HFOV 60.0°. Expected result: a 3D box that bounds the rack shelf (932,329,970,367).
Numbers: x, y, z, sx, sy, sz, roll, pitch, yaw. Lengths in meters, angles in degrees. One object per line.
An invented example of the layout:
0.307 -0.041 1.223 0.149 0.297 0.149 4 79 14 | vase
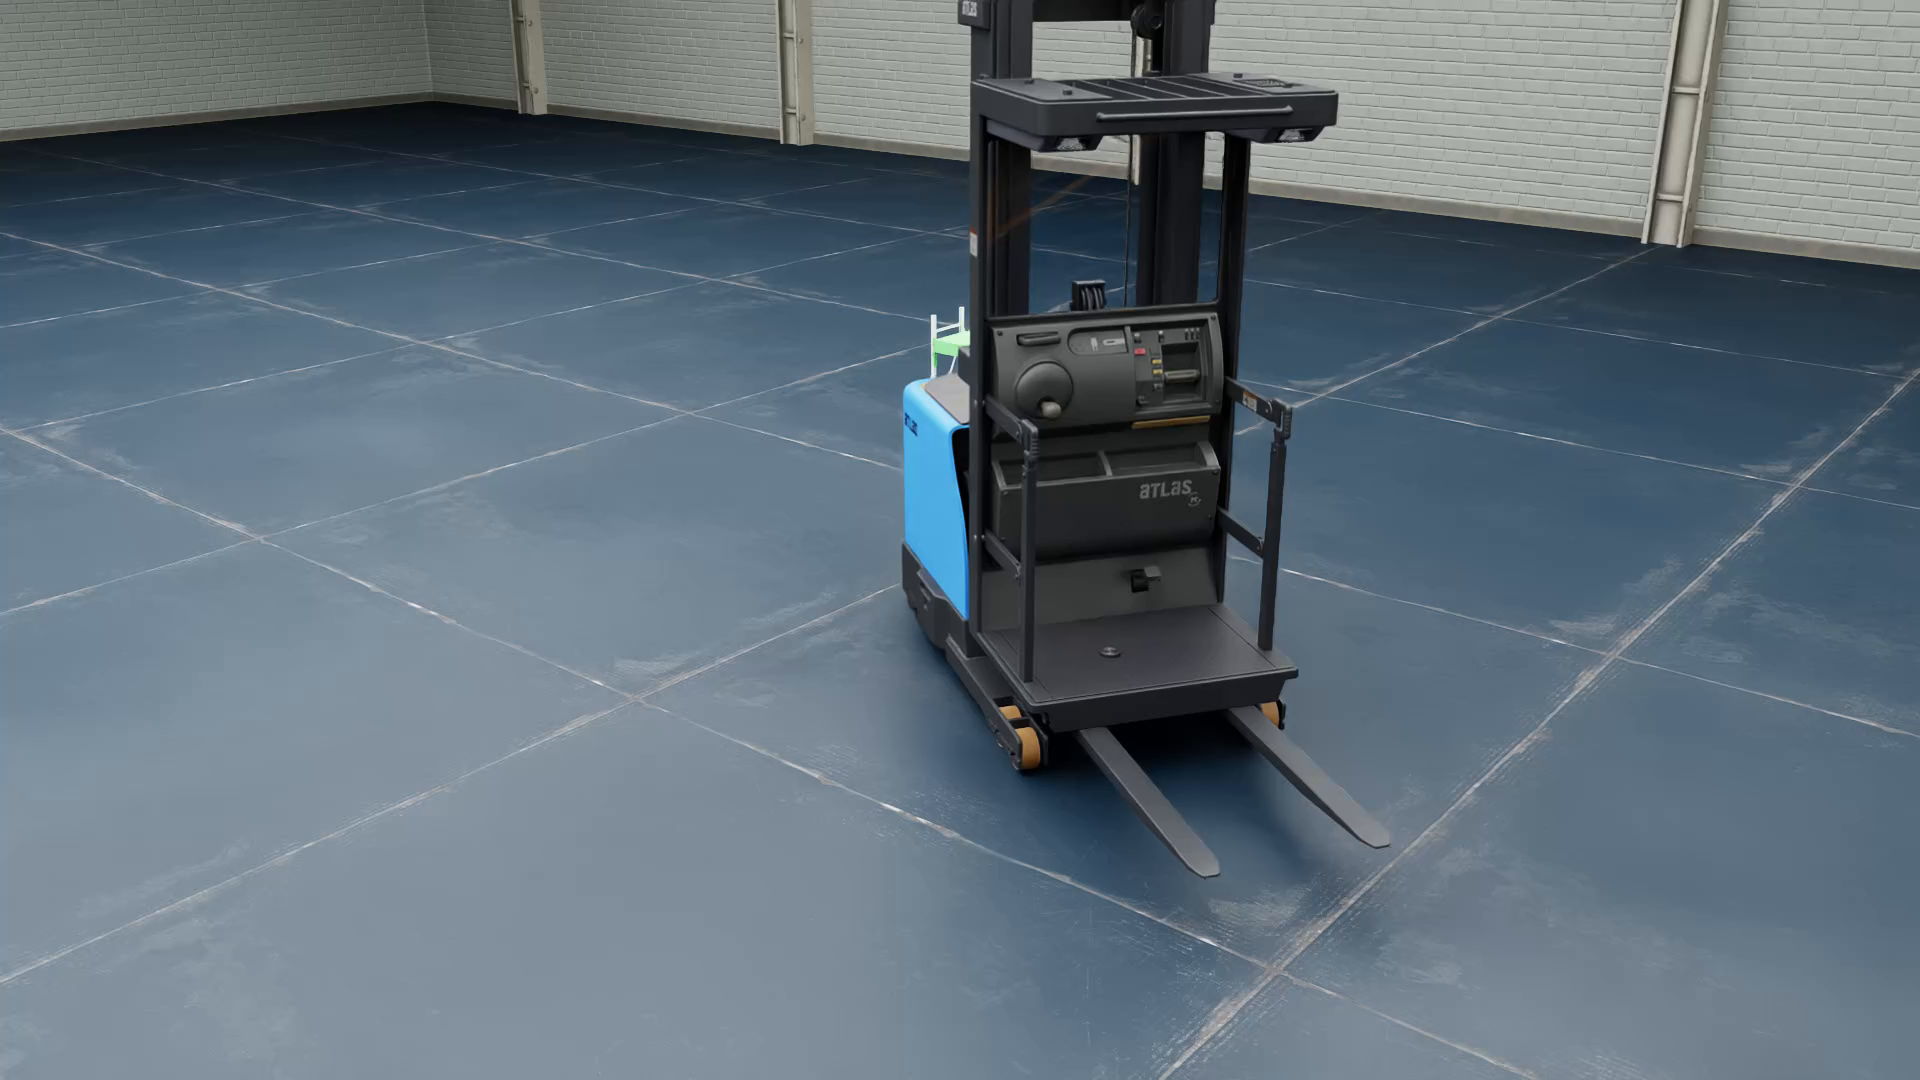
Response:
0.128 -0.914 8.212 0.480 0.148 0.258 16 26 36 | rack shelf

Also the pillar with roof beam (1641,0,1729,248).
4.273 -5.976 11.761 0.400 9.000 9.100 16 26 36 | pillar with roof beam

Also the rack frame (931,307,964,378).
-0.061 -0.579 8.503 0.015 1.200 0.240 16 26 36 | rack frame

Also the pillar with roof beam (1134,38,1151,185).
-0.376 -7.314 15.311 0.400 9.000 9.100 16 26 36 | pillar with roof beam

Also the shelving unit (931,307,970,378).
0.128 -0.524 8.359 0.503 1.200 0.258 16 26 36 | shelving unit

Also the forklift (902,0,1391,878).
0.644 -0.649 6.234 1.130 2.935 3.031 -6 22 -16 | forklift

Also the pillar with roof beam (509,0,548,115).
-9.672 -9.992 22.410 0.400 9.000 9.100 16 26 36 | pillar with roof beam

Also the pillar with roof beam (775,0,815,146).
-5.024 -8.653 18.861 0.400 9.000 9.100 16 26 36 | pillar with roof beam
